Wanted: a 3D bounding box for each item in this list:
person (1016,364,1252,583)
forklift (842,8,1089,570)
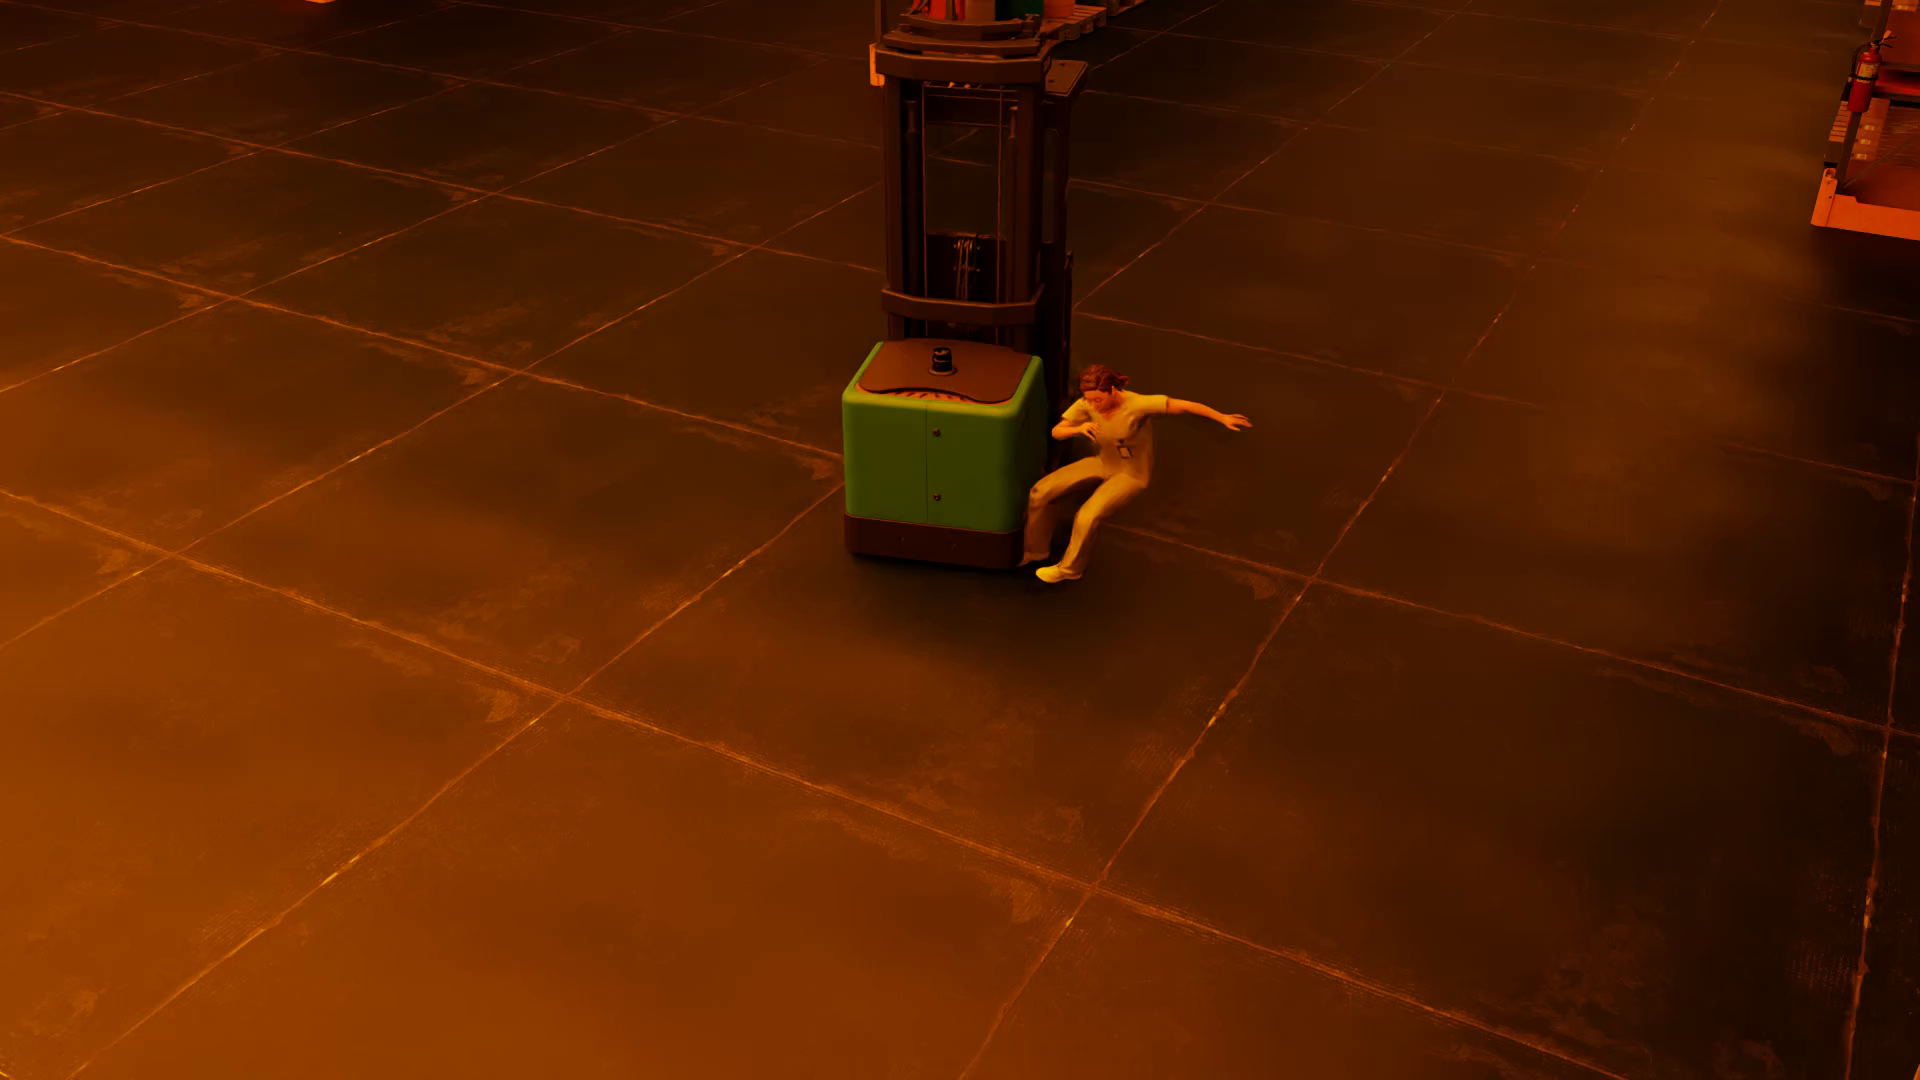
[{"bbox_3d":[0.880,-0.310,9.241,1.288,1.346,0.675,23,37,34],"label":"person"},{"bbox_3d":[0.148,-1.821,10.226,1.130,2.935,3.031,7,31,11],"label":"forklift"}]
